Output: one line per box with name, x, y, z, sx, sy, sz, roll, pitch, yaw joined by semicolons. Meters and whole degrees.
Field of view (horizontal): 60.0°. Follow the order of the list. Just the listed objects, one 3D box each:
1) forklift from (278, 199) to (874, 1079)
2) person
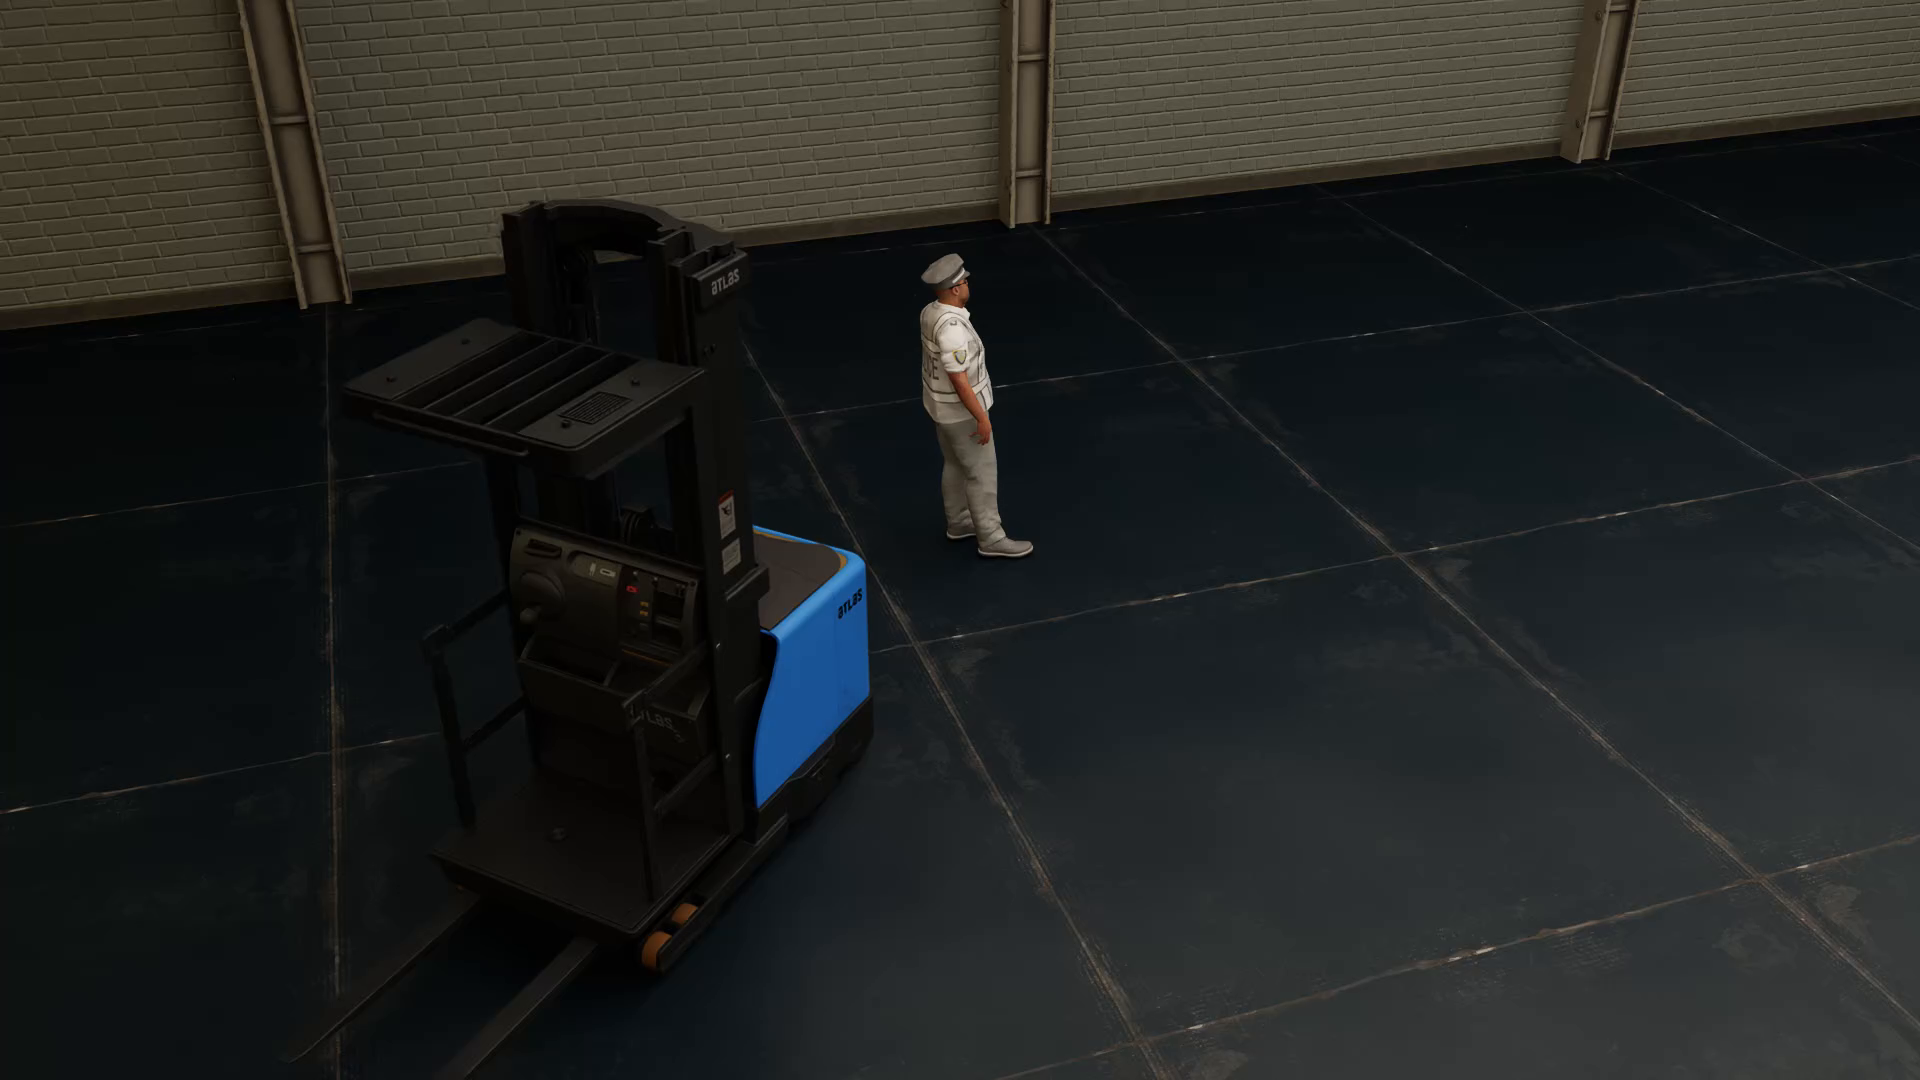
forklift;-1.555;0.268;6.621;1.130;2.935;3.031;15;33;24
person;0.078;-0.787;9.590;0.574;1.781;0.641;-10;31;-16
